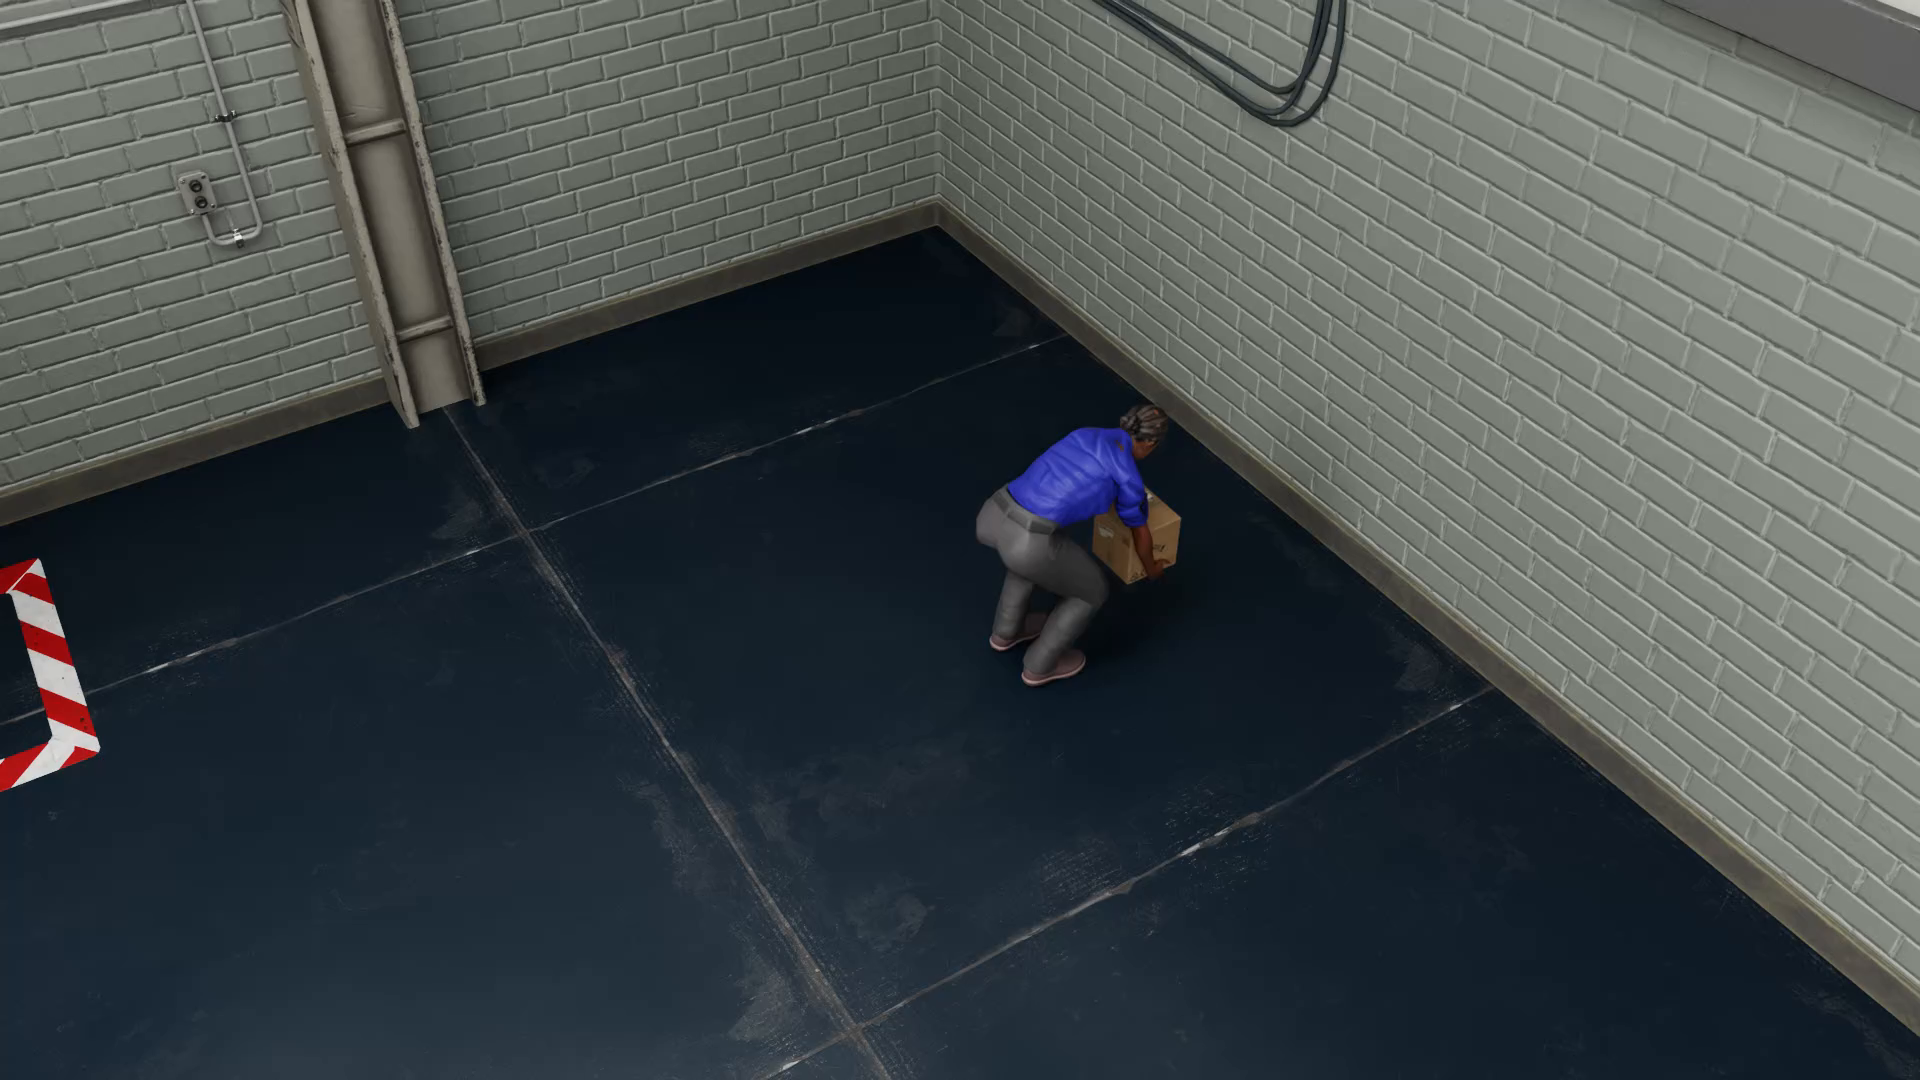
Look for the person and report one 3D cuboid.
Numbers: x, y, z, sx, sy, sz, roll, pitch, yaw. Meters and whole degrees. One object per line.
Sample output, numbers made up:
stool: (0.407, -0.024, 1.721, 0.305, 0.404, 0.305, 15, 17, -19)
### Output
person: (0.459, 0.021, 6.620, 0.859, 1.030, 0.460, -25, 47, -26)
